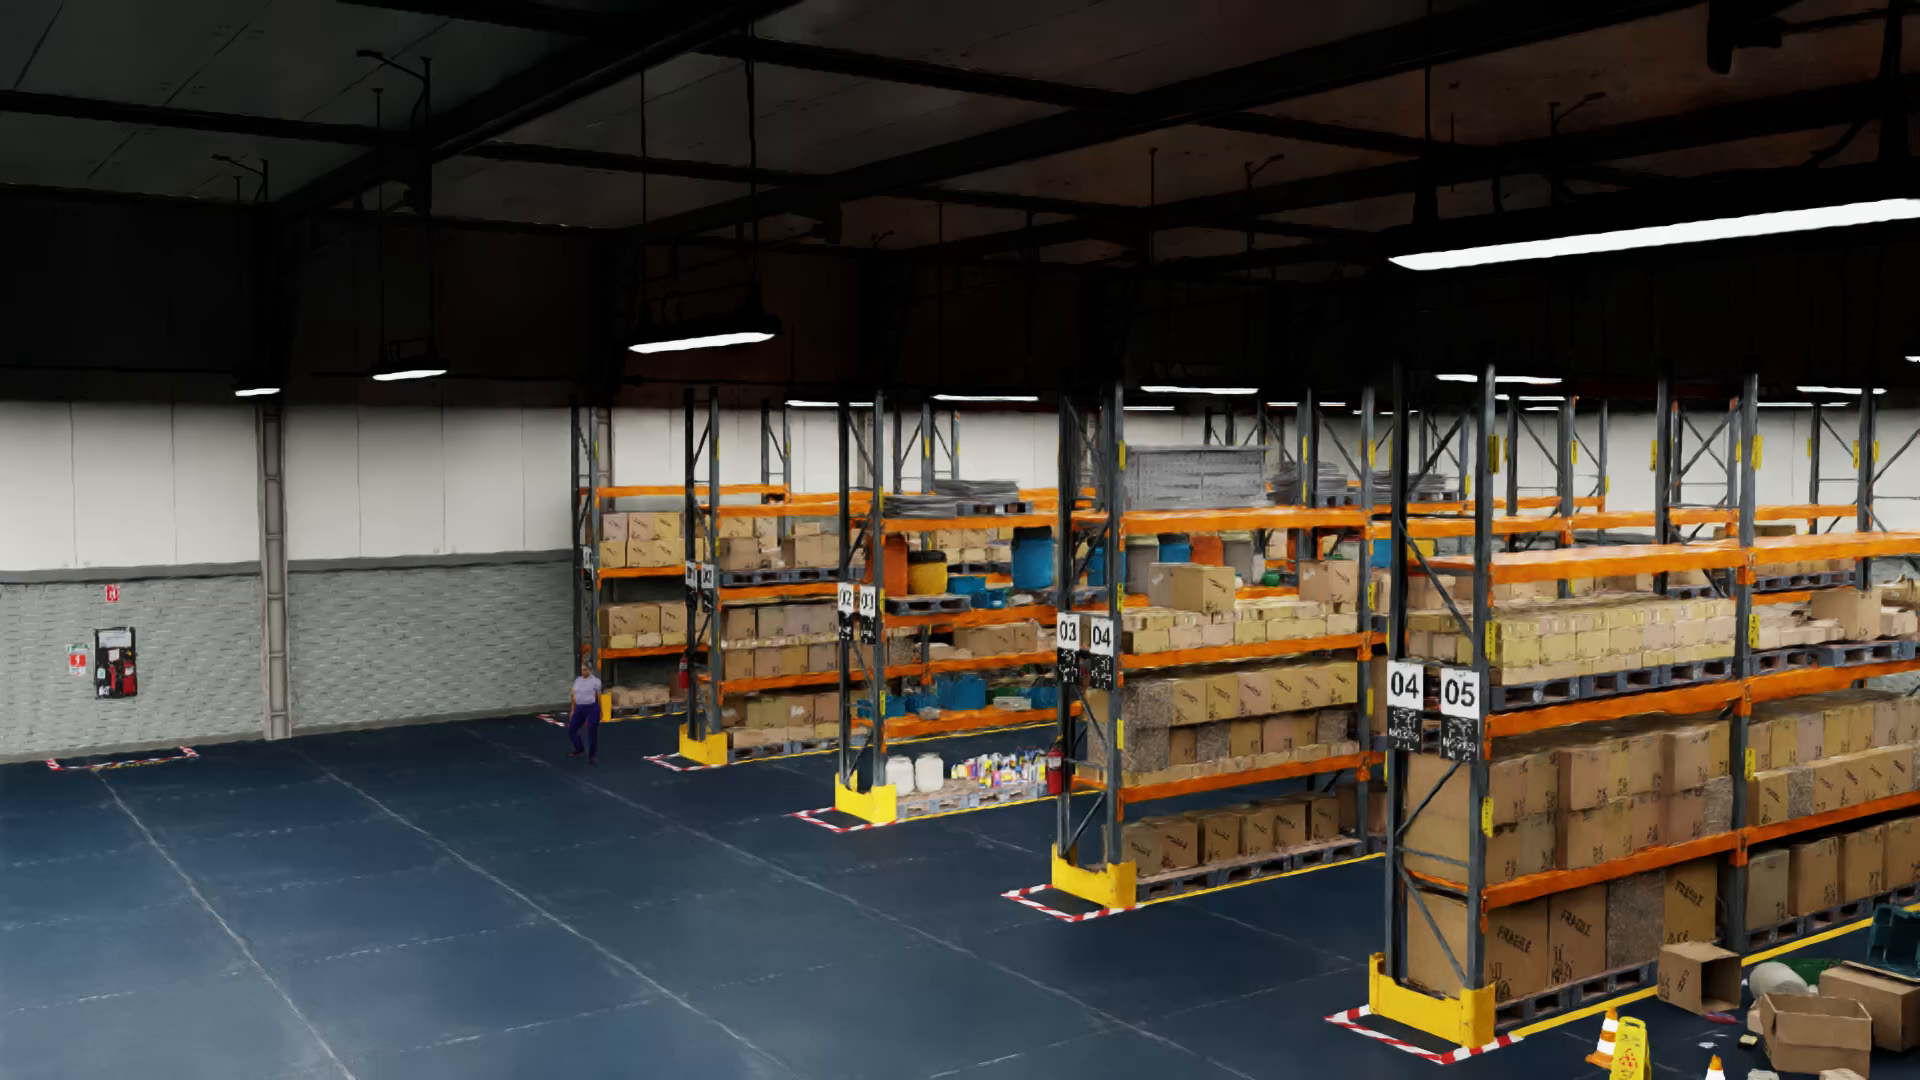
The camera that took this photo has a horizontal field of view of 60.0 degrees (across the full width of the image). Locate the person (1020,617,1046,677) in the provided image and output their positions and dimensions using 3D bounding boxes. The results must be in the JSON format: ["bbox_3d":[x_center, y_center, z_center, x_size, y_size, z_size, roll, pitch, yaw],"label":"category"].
[{"bbox_3d":[1.420,2.215,34.582,1.119,1.708,0.557,-3,4,-36],"label":"person"}]

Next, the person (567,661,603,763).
[{"bbox_3d":[-6.062,2.742,26.704,0.677,1.641,0.518,1,4,13],"label":"person"}]
